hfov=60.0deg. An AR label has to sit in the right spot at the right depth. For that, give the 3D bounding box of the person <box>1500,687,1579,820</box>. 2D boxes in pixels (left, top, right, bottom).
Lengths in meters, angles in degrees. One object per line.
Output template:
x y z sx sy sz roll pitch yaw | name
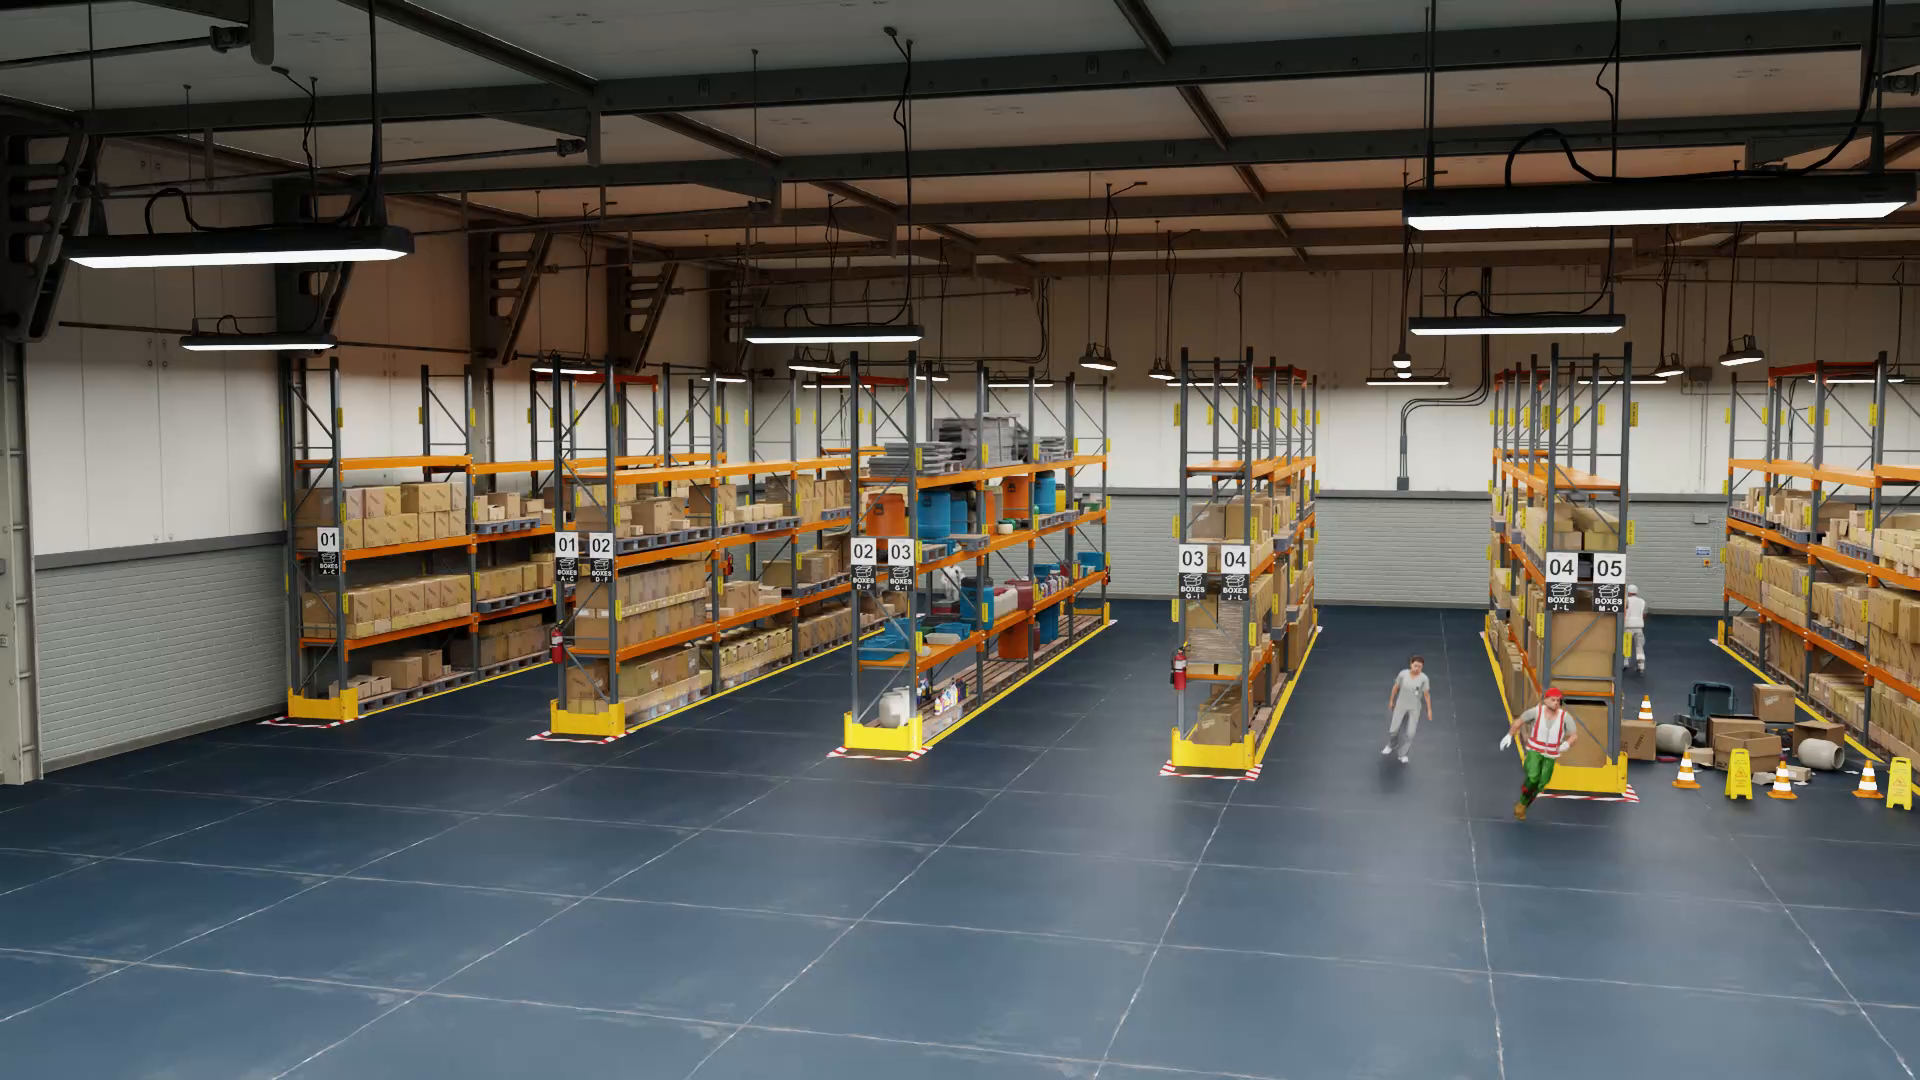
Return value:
7.207 2.655 20.591 0.842 1.684 0.719 0 4 2 | person

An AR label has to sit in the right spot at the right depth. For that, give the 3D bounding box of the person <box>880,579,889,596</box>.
-1.819 1.044 42.943 0.820 1.672 0.586 0 4 5 | person

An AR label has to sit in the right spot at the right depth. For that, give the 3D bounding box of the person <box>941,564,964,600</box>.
-0.187 1.199 40.568 0.554 1.673 0.759 0 4 3 | person

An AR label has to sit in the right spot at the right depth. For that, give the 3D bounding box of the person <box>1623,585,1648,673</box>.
13.161 1.750 32.577 0.683 1.735 0.982 0 4 4 | person

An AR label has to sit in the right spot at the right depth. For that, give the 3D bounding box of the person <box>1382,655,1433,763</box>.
6.482 2.426 24.080 0.689 1.596 0.588 1 4 14 | person
